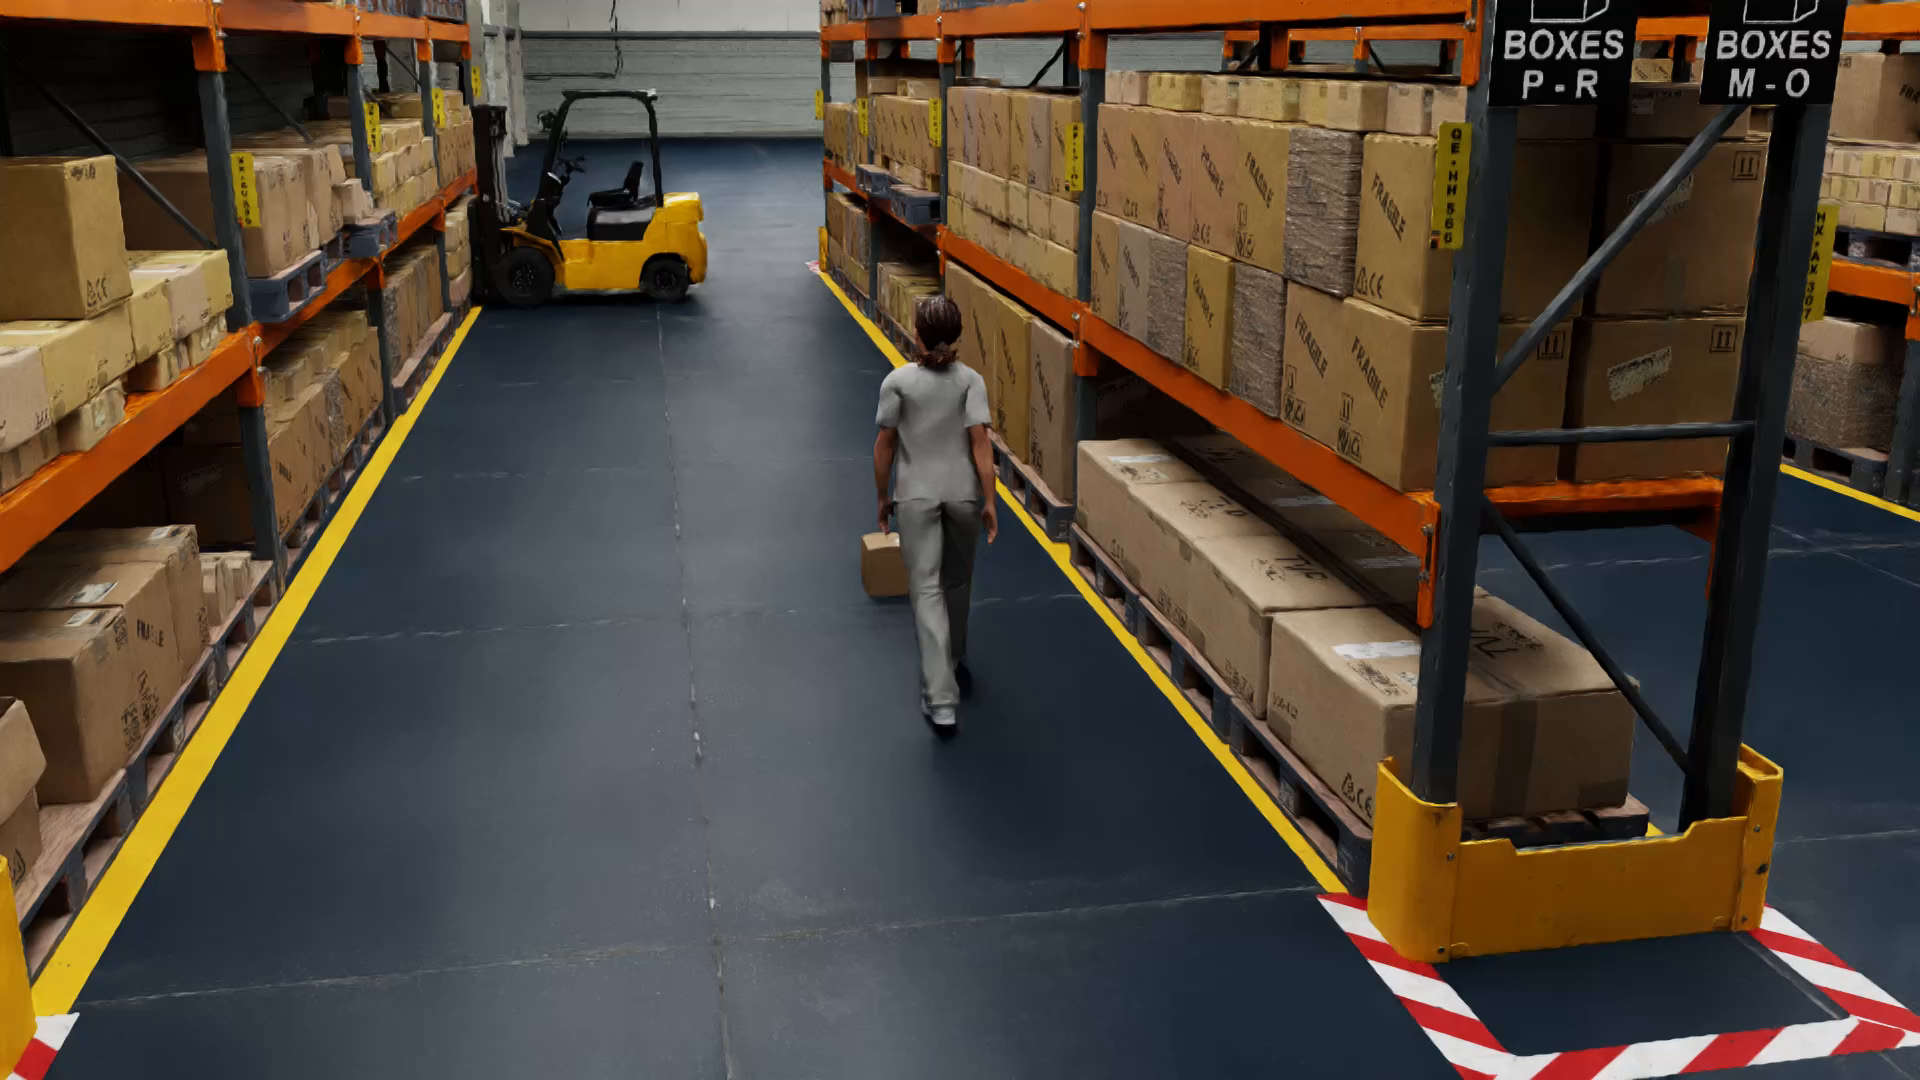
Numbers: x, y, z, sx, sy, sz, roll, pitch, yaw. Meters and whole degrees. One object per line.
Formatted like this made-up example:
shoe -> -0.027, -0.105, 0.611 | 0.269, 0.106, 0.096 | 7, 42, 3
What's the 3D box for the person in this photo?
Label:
person -> -0.111, -0.162, 6.627 | 0.456, 1.619, 0.953 | -3, 17, -10
